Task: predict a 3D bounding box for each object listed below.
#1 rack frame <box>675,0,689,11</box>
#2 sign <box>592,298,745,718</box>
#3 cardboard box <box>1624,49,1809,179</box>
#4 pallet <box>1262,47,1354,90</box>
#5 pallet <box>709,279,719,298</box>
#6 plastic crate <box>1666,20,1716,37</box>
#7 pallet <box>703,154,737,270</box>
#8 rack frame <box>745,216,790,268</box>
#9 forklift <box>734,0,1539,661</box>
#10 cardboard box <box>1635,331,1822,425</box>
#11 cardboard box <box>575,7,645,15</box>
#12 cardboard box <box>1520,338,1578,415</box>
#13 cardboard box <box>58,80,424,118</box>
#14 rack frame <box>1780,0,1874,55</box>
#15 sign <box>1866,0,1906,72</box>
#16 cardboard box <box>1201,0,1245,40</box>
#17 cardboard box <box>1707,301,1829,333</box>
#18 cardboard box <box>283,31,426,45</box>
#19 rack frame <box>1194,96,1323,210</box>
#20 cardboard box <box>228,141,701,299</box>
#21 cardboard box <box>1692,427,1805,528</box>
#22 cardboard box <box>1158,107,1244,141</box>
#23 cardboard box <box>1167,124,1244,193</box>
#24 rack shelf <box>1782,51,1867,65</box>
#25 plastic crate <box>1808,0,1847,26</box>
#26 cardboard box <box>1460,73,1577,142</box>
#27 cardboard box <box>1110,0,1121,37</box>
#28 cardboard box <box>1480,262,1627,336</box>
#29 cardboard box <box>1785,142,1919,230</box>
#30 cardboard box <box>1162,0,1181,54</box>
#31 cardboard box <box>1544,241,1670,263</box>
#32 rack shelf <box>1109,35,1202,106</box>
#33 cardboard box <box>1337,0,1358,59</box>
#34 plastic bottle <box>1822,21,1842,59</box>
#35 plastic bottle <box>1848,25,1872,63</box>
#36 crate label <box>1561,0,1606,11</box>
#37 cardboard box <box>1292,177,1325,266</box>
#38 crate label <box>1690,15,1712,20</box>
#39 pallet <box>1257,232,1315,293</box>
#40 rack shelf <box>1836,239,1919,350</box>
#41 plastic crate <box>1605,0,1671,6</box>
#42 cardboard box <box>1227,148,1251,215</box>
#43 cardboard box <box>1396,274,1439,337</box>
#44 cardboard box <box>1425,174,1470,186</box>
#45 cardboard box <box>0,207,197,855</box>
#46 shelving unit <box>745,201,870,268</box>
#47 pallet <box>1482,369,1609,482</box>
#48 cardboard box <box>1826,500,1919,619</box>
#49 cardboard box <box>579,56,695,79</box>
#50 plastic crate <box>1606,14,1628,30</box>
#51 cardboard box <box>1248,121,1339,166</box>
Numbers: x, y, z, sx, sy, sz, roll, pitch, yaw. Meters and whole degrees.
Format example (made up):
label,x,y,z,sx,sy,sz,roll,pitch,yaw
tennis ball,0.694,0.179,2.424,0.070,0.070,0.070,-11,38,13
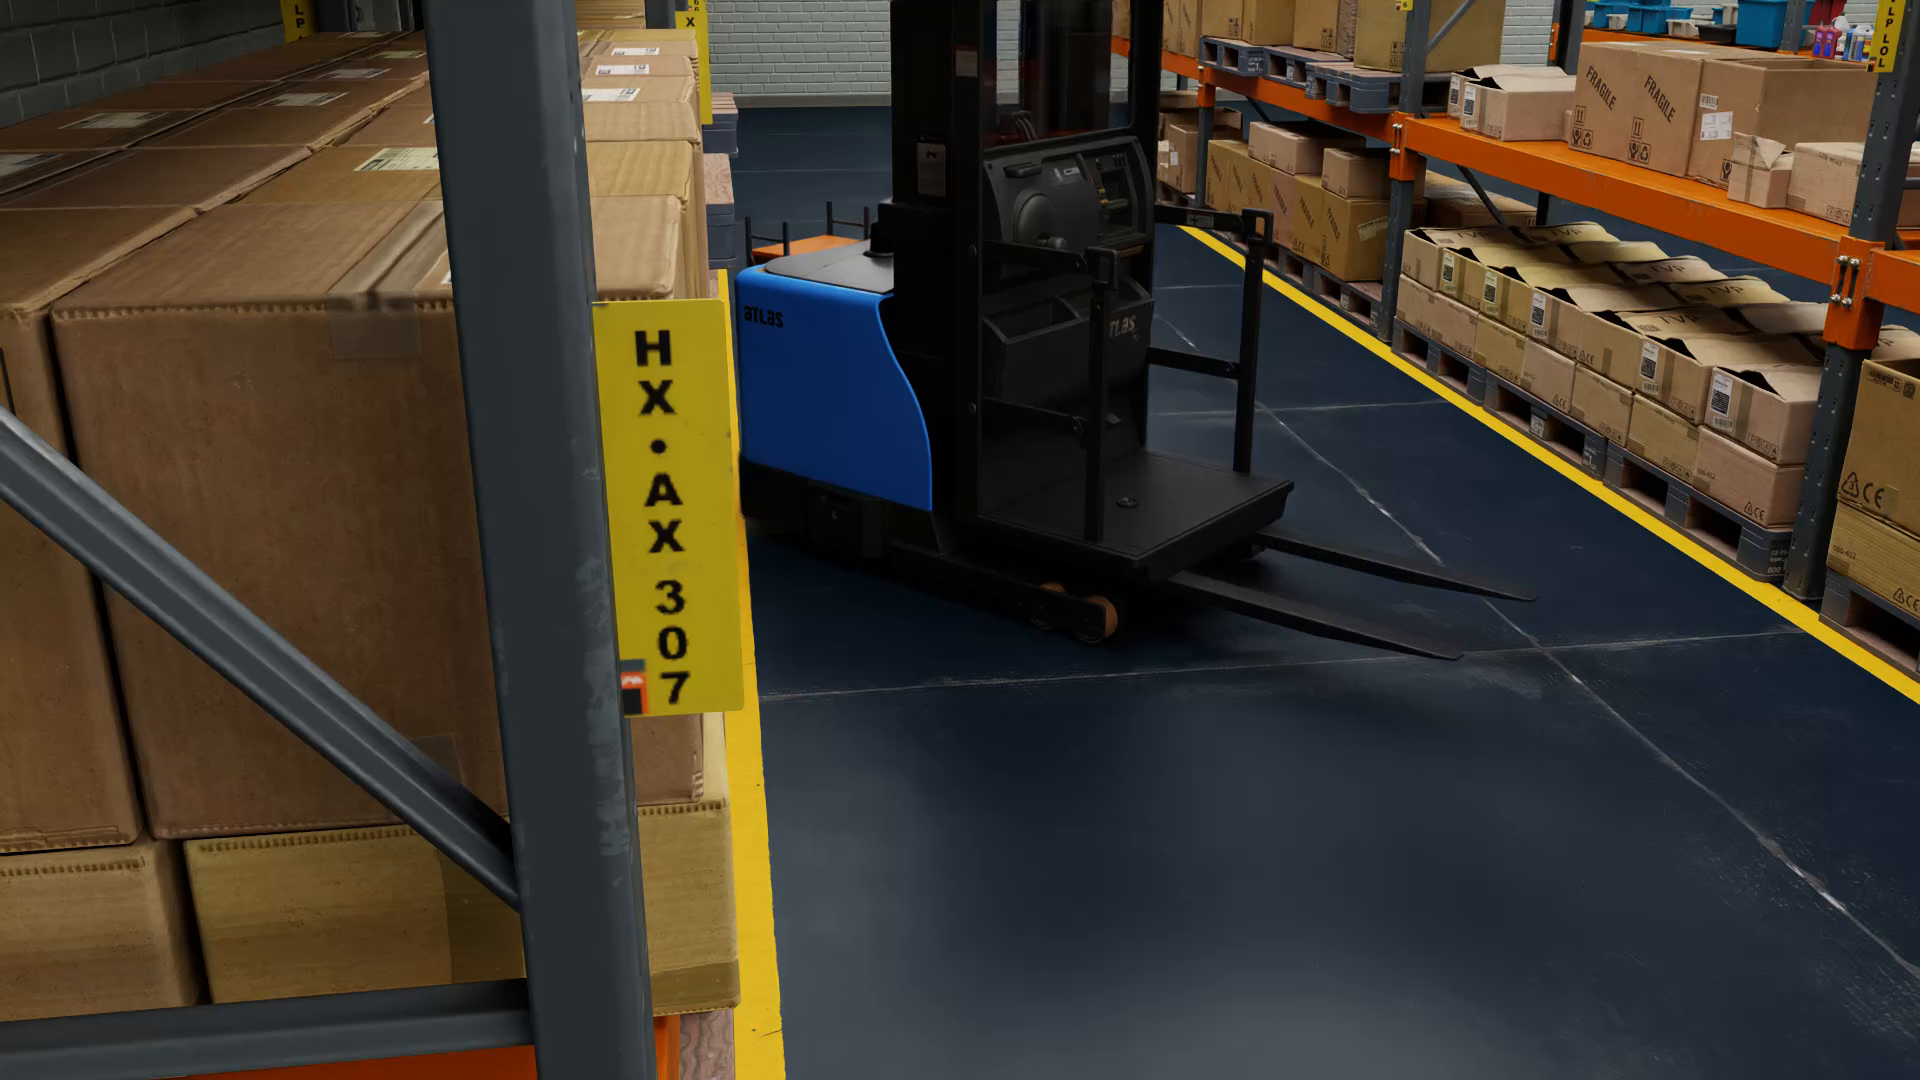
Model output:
label,x,y,z,sx,sy,sz,roll,pitch,yaw
rack frame,-1.908,-2.354,8.733,1.000,3.000,0.127,-3,21,-8
sign,-0.218,-0.018,1.239,0.100,0.325,0.005,-3,21,-8
cardboard box,3.327,-1.890,7.347,0.500,0.500,0.500,-3,21,-8
pallet,2.708,-3.189,11.241,1.003,0.211,1.213,-3,21,-8
pallet,-1.947,-1.325,9.962,1.003,0.211,1.213,-3,21,-8
plastic crate,6.770,-4.731,15.388,0.293,0.136,0.466,-3,21,-8
pallet,-1.298,-1.152,5.787,1.003,0.211,1.213,-3,21,-8
rack frame,-0.792,-0.752,7.014,0.240,1.200,0.015,16,26,36
forklift,0.563,-1.224,5.803,3.031,2.935,1.130,16,26,36
cardboard box,3.147,-0.698,6.825,0.500,0.311,0.500,-2,21,-6
cardboard box,-1.570,-1.821,6.532,0.700,0.500,0.500,0,20,0
cardboard box,3.006,-0.787,7.865,0.500,0.250,0.500,-2,21,-7
cardboard box,-1.247,-0.555,3.030,0.500,0.500,0.500,-3,21,-7
rack frame,7.319,-4.239,13.779,1.000,3.000,0.127,-3,21,-8
sign,3.034,-1.695,5.426,0.100,0.325,0.005,-3,21,-8
cardboard box,2.264,-4.059,12.553,0.700,0.500,0.500,-10,23,-26
cardboard box,3.614,-0.900,7.368,0.500,0.311,0.500,-4,21,-10
cardboard box,-1.470,-1.087,4.453,0.500,0.500,0.500,-3,21,-9
rack frame,2.417,-3.991,13.113,1.000,3.000,0.127,-3,21,-8
cardboard box,-0.588,-0.227,2.151,0.500,0.500,0.500,-3,21,-8
cardboard box,3.223,-0.258,6.450,0.500,0.250,0.500,-3,21,-8
cardboard box,2.141,-3.677,15.214,0.797,0.503,0.637,-3,21,-8
cardboard box,2.054,-3.209,13.964,0.500,0.500,0.500,-3,21,-8
rack shelf,7.607,-3.210,12.051,1.077,0.370,4.000,-3,21,-8
plastic crate,7.438,-4.619,14.619,0.402,0.464,0.583,-3,21,-8
cardboard box,2.931,-2.244,8.566,0.500,0.311,0.500,-3,21,-8
cardboard box,1.723,-5.077,15.879,0.500,0.500,0.500,-3,21,-8
cardboard box,2.933,-1.223,8.231,0.500,0.311,0.500,-3,21,-9
cardboard box,3.456,-1.319,6.174,0.500,0.250,0.500,-2,21,-4
cardboard box,2.015,-4.376,14.002,0.500,0.500,0.500,-2,21,-6
cardboard box,3.394,-1.428,8.782,0.500,0.311,0.500,-3,21,-9
rack shelf,2.128,-4.346,15.093,1.077,0.370,4.000,-3,21,-8
cardboard box,2.848,-3.388,10.757,0.700,0.500,0.500,1,20,2
plastic bottle,6.969,-3.990,13.278,0.061,0.283,0.133,-3,21,-8
plastic bottle,7.061,-3.875,12.981,0.152,0.276,0.135,-3,21,-8
crate label,6.452,-5.472,17.232,0.416,0.233,0.303,-3,21,-8
cardboard box,2.552,-2.132,11.081,0.500,0.500,0.500,-4,21,-10
crate label,7.131,-5.059,16.266,0.396,0.136,0.243,-3,21,-8
pallet,2.751,-1.981,11.719,1.003,0.211,1.213,-3,21,-8
rack shelf,3.858,-0.191,3.969,1.077,0.370,4.000,-3,21,-8
plastic crate,6.975,-5.562,17.185,0.616,0.435,0.499,-3,21,-8
cardboard box,2.333,-2.662,12.500,0.500,0.500,0.500,-3,21,-7
cardboard box,2.778,-1.318,9.288,0.500,0.250,0.500,-3,21,-8
cardboard box,3.062,-2.168,11.177,0.500,0.500,0.500,-3,21,-8
cardboard box,-1.033,-0.028,1.617,0.500,0.500,0.500,-3,21,-8
shelving unit,-0.638,-0.818,7.191,0.258,1.200,0.503,16,26,36
pallet,3.246,-0.591,7.996,1.003,0.211,1.213,-3,21,-8
cardboard box,3.337,0.047,5.634,0.500,0.250,0.500,-3,21,-8
cardboard box,-0.818,-0.764,3.590,0.500,0.500,0.500,-4,21,-9
plastic crate,6.514,-5.076,16.312,0.250,0.136,0.298,-3,21,-8
cardboard box,2.389,-2.851,11.934,0.500,0.250,0.500,-3,21,-8
